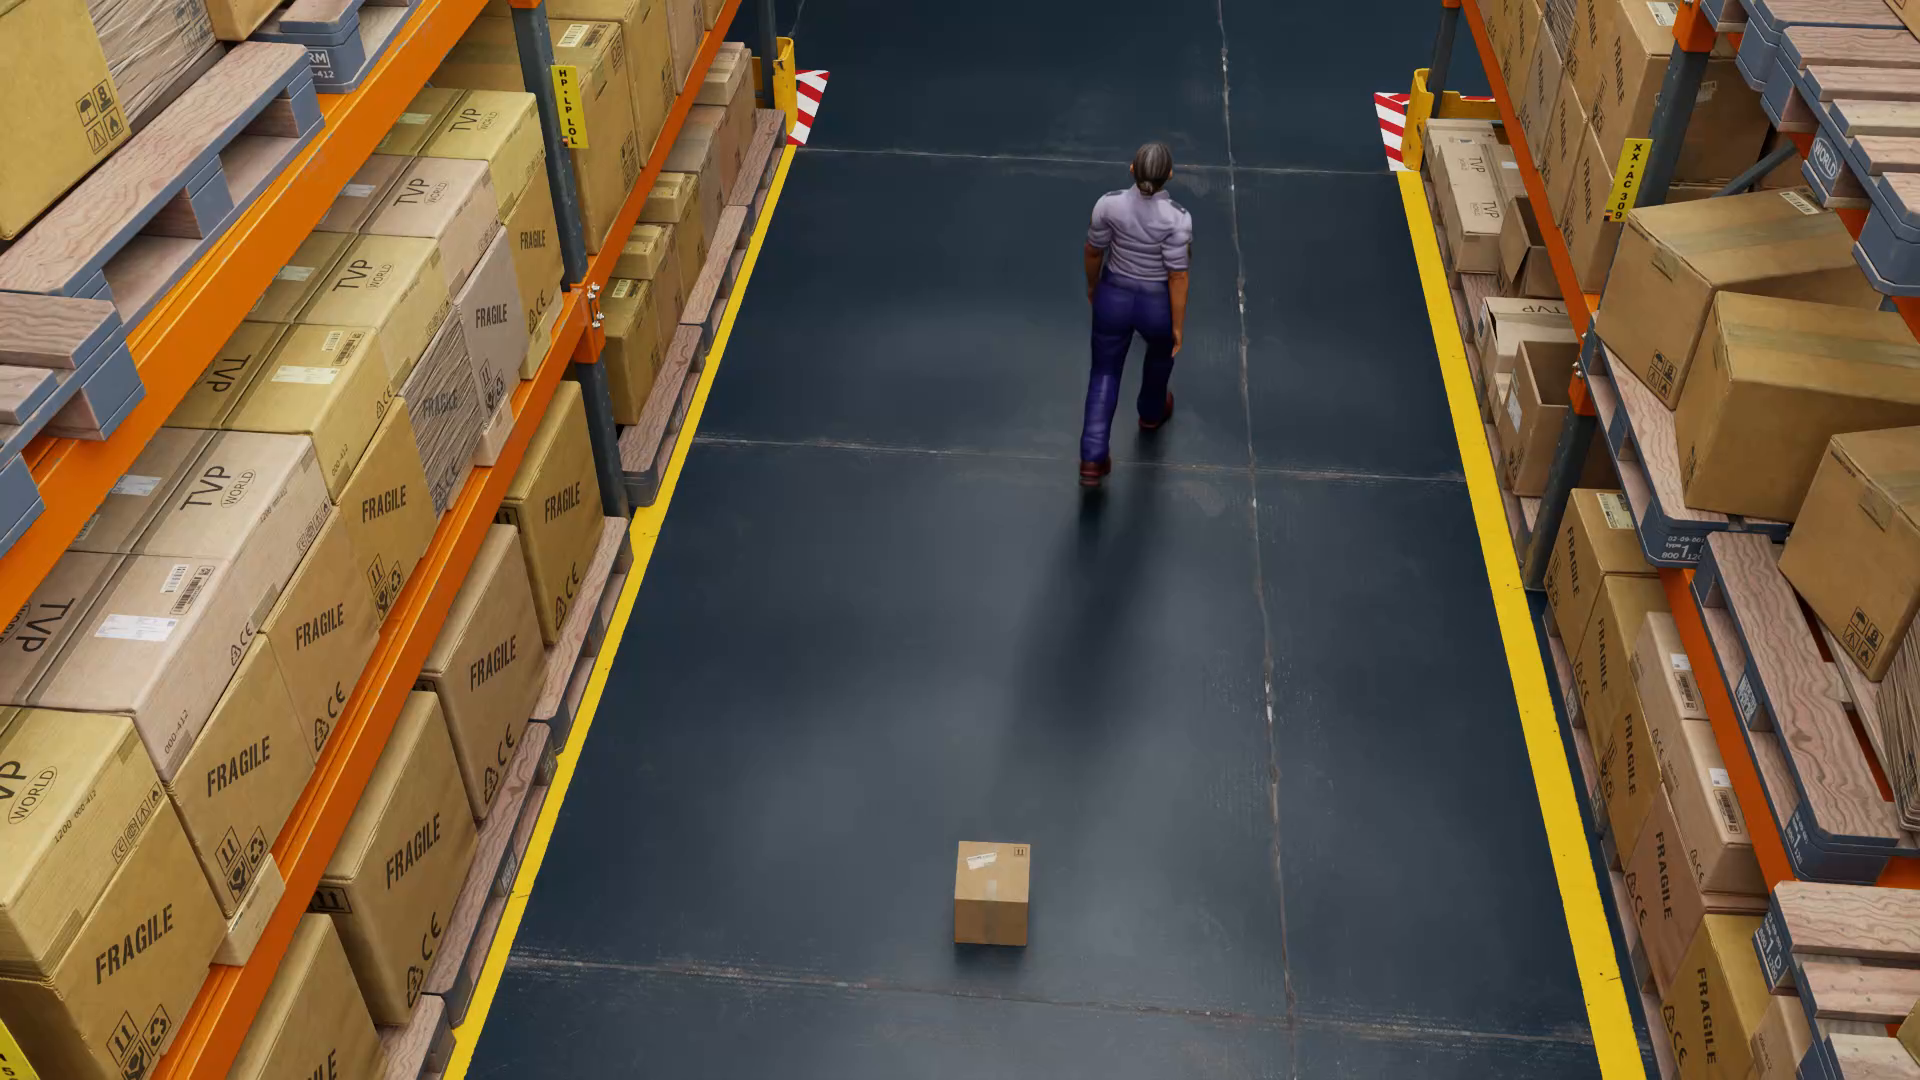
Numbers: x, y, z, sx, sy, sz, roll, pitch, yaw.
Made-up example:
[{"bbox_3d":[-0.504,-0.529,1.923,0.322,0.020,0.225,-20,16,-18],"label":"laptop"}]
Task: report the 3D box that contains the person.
[{"bbox_3d":[0.775,-1.050,7.397,0.488,1.600,0.941,11,41,13],"label":"person"}]
